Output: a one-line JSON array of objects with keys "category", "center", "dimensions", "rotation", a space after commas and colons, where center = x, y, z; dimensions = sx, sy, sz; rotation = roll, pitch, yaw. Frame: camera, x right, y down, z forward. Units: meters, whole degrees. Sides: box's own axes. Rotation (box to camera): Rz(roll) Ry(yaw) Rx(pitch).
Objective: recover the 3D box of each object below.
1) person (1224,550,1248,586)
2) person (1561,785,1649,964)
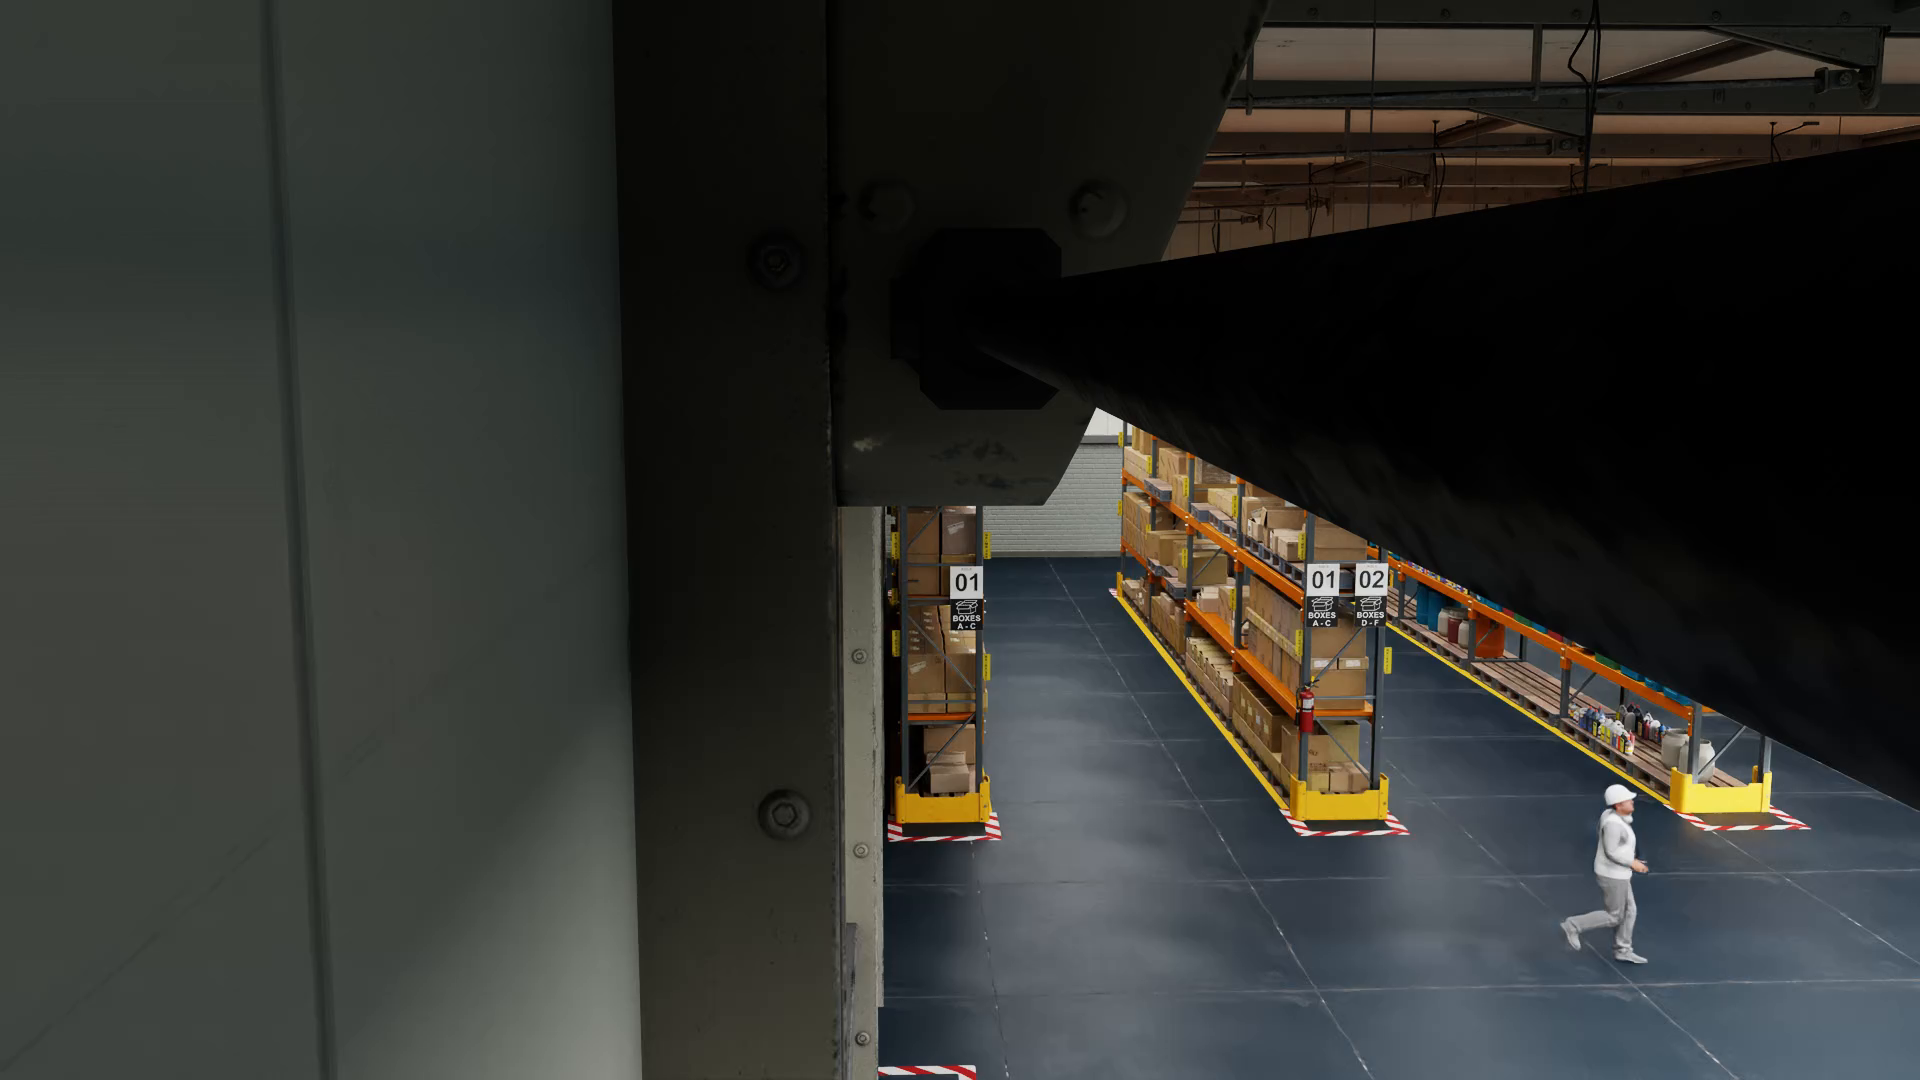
[{"category": "person", "center": [5.907, 0.407, 35.954], "dimensions": [0.722, 1.752, 1.055], "rotation": [-3, 9, -22]}, {"category": "person", "center": [6.287, 3.224, 16.141], "dimensions": [0.810, 1.768, 0.669], "rotation": [3, 9, 19]}]
